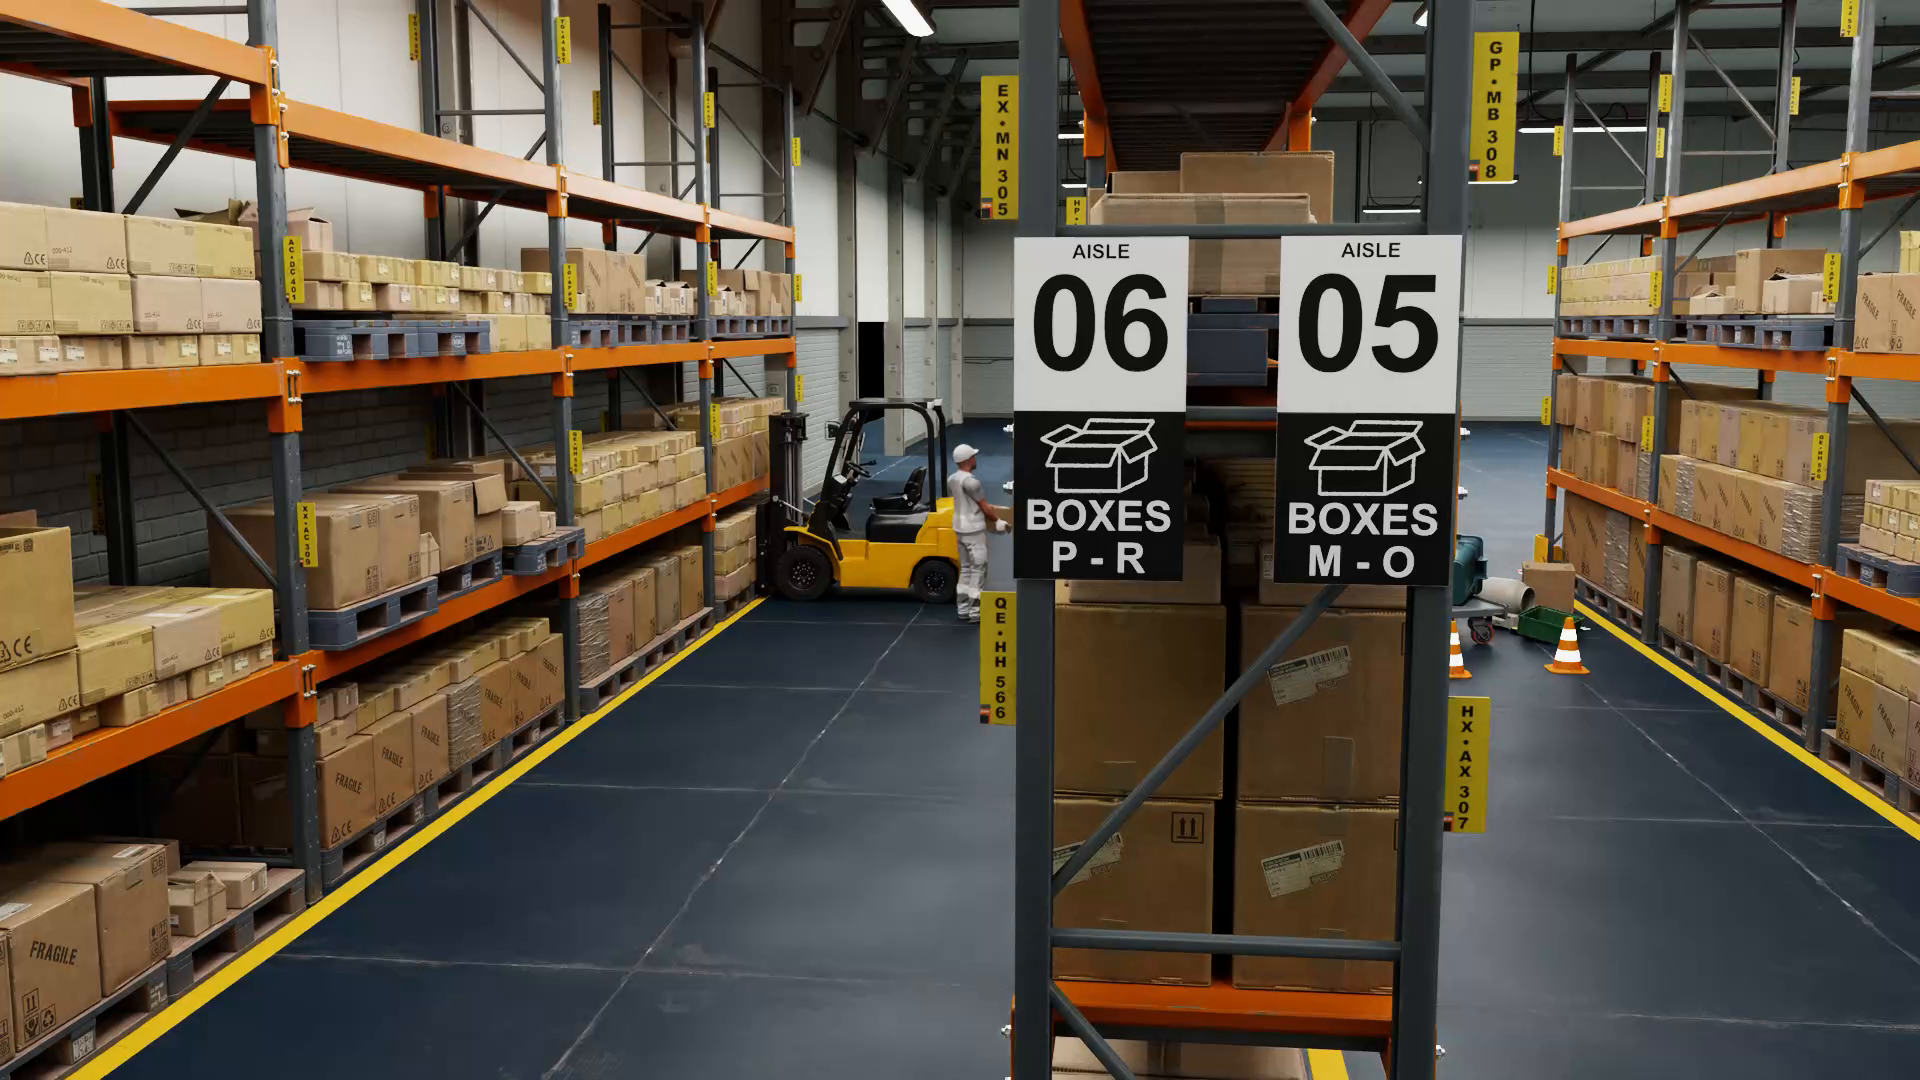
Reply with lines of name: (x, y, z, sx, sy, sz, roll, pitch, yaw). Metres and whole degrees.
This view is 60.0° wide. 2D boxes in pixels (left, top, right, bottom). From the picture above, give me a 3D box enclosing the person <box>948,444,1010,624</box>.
person: (0.190, -0.076, 16.768, 0.562, 1.792, 0.506, -3, 8, -23)
